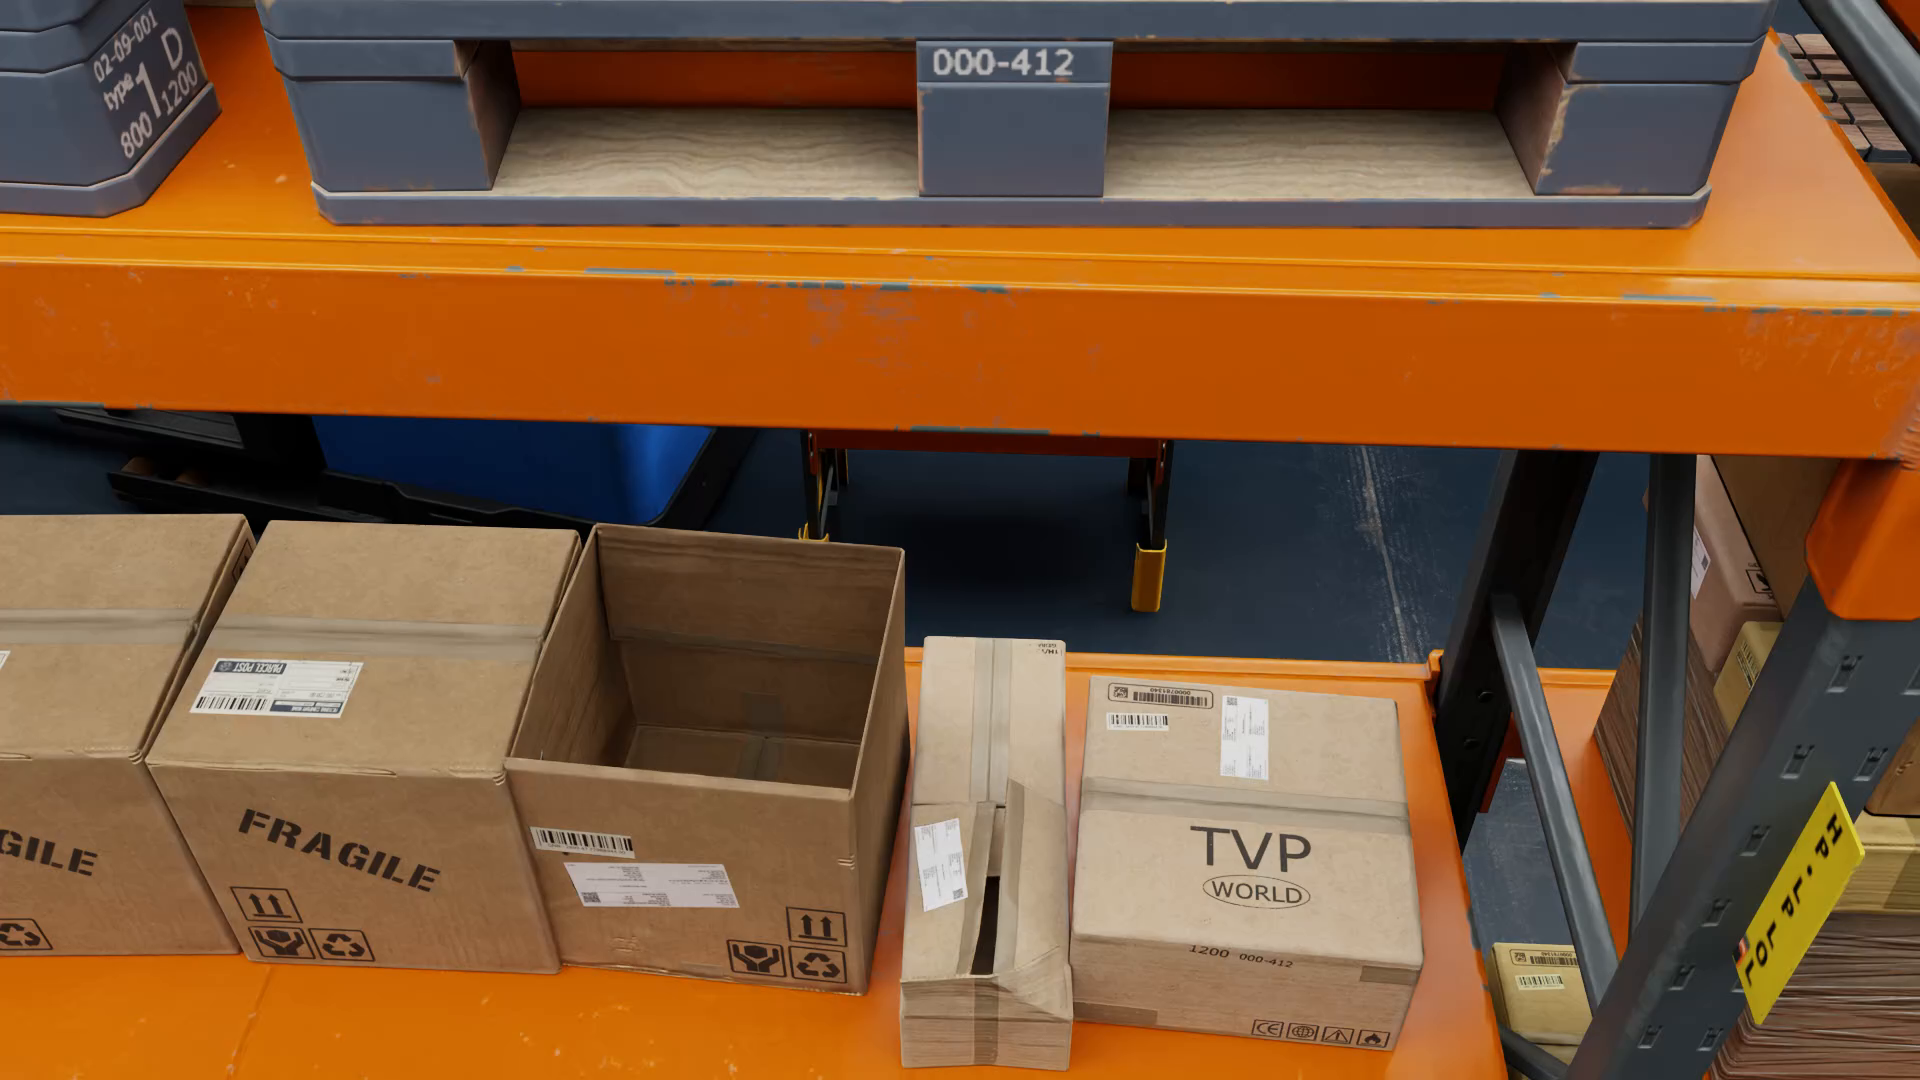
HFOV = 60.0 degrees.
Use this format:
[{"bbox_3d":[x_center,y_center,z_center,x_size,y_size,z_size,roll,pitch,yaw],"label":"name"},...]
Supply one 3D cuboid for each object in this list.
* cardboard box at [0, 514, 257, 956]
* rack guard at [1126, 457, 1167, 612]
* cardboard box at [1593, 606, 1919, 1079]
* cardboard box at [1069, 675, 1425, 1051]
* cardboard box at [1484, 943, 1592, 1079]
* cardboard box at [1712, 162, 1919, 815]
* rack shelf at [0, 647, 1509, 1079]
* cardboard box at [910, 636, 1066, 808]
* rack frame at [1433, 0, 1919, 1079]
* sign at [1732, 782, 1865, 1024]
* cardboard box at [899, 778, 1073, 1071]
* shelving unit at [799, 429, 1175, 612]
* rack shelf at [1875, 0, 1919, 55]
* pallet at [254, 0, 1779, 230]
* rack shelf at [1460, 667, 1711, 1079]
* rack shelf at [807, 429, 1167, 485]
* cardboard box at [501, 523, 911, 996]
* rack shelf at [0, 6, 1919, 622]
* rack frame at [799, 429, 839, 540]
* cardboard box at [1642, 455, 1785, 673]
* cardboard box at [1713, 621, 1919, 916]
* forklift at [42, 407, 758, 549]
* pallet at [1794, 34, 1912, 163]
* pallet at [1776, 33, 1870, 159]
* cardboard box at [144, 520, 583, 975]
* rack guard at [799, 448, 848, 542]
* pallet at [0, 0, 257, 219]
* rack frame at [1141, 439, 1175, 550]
[{"bbox_3d":[-1.390,0.308,2.645,0.500,0.500,0.500,0,43,0],"label":"cardboard box"},{"bbox_3d":[0.574,-0.074,5.146,0.087,0.250,0.587,2,43,2],"label":"rack guard"},{"bbox_3d":[1.373,0.400,2.547,0.500,0.500,0.700,1,43,1],"label":"cardboard box"},{"bbox_3d":[0.435,0.497,2.626,0.500,0.250,0.500,4,43,5],"label":"cardboard box"},{"bbox_3d":[1.402,1.145,3.529,0.500,0.250,0.500,2,43,2],"label":"cardboard box"},{"bbox_3d":[1.373,-0.075,2.104,0.500,0.500,0.700,2,43,2],"label":"cardboard box"},{"bbox_3d":[-1.069,0.629,2.902,4.000,0.370,1.077,2,43,2],"label":"rack shelf"},{"bbox_3d":[0.053,0.353,2.855,0.250,0.149,0.380,2,43,2],"label":"cardboard box"},{"bbox_3d":[0.929,0.427,2.591,0.127,3.000,1.000,2,43,2],"label":"rack frame"},{"bbox_3d":[0.915,0.402,1.826,0.005,0.325,0.100,2,43,2],"label":"sign"},{"bbox_3d":[0.043,0.574,2.531,0.258,0.266,0.396,1,43,1],"label":"cardboard box"},{"bbox_3d":[0.076,-0.546,4.736,1.083,1.500,0.587,2,43,2],"label":"shelving unit"},{"bbox_3d":[2.927,-0.346,1.748,4.000,0.370,1.077,2,43,2],"label":"rack shelf"},{"bbox_3d":[0.048,-0.619,1.653,1.217,0.209,0.805,0,43,0],"label":"pallet"},{"bbox_3d":[2.927,0.752,2.770,4.000,0.370,1.077,2,43,2],"label":"rack shelf"},{"bbox_3d":[0.085,-0.415,4.859,1.000,0.185,0.538,2,43,2],"label":"rack shelf"},{"bbox_3d":[-0.363,0.340,2.611,0.500,0.500,0.500,5,43,5],"label":"cardboard box"},{"bbox_3d":[-1.069,-0.469,1.879,4.000,0.370,1.077,2,43,2],"label":"rack shelf"},{"bbox_3d":[-0.423,-0.562,4.753,0.032,1.500,0.500,2,43,2],"label":"rack frame"},{"bbox_3d":[1.211,0.016,2.483,0.250,0.149,0.380,2,43,2],"label":"cardboard box"},{"bbox_3d":[1.189,0.293,2.185,0.250,0.149,0.380,2,43,2],"label":"cardboard box"},{"bbox_3d":[-2.210,-1.476,4.684,3.031,2.935,1.130,11,44,11],"label":"forklift"},{"bbox_3d":[4.263,-1.801,7.029,1.213,0.211,1.003,2,43,2],"label":"pallet"},{"bbox_3d":[3.047,-1.841,7.071,1.213,0.211,1.003,2,43,2],"label":"pallet"},{"bbox_3d":[-0.864,0.324,2.628,0.500,0.500,0.500,2,43,2],"label":"cardboard box"},{"bbox_3d":[-0.421,-0.104,5.179,0.087,0.250,0.587,2,43,2],"label":"rack guard"},{"bbox_3d":[-1.267,-0.732,1.773,1.213,0.211,1.003,4,43,4],"label":"pallet"},{"bbox_3d":[0.593,-0.531,4.719,0.032,1.500,0.500,2,43,2],"label":"rack frame"}]
